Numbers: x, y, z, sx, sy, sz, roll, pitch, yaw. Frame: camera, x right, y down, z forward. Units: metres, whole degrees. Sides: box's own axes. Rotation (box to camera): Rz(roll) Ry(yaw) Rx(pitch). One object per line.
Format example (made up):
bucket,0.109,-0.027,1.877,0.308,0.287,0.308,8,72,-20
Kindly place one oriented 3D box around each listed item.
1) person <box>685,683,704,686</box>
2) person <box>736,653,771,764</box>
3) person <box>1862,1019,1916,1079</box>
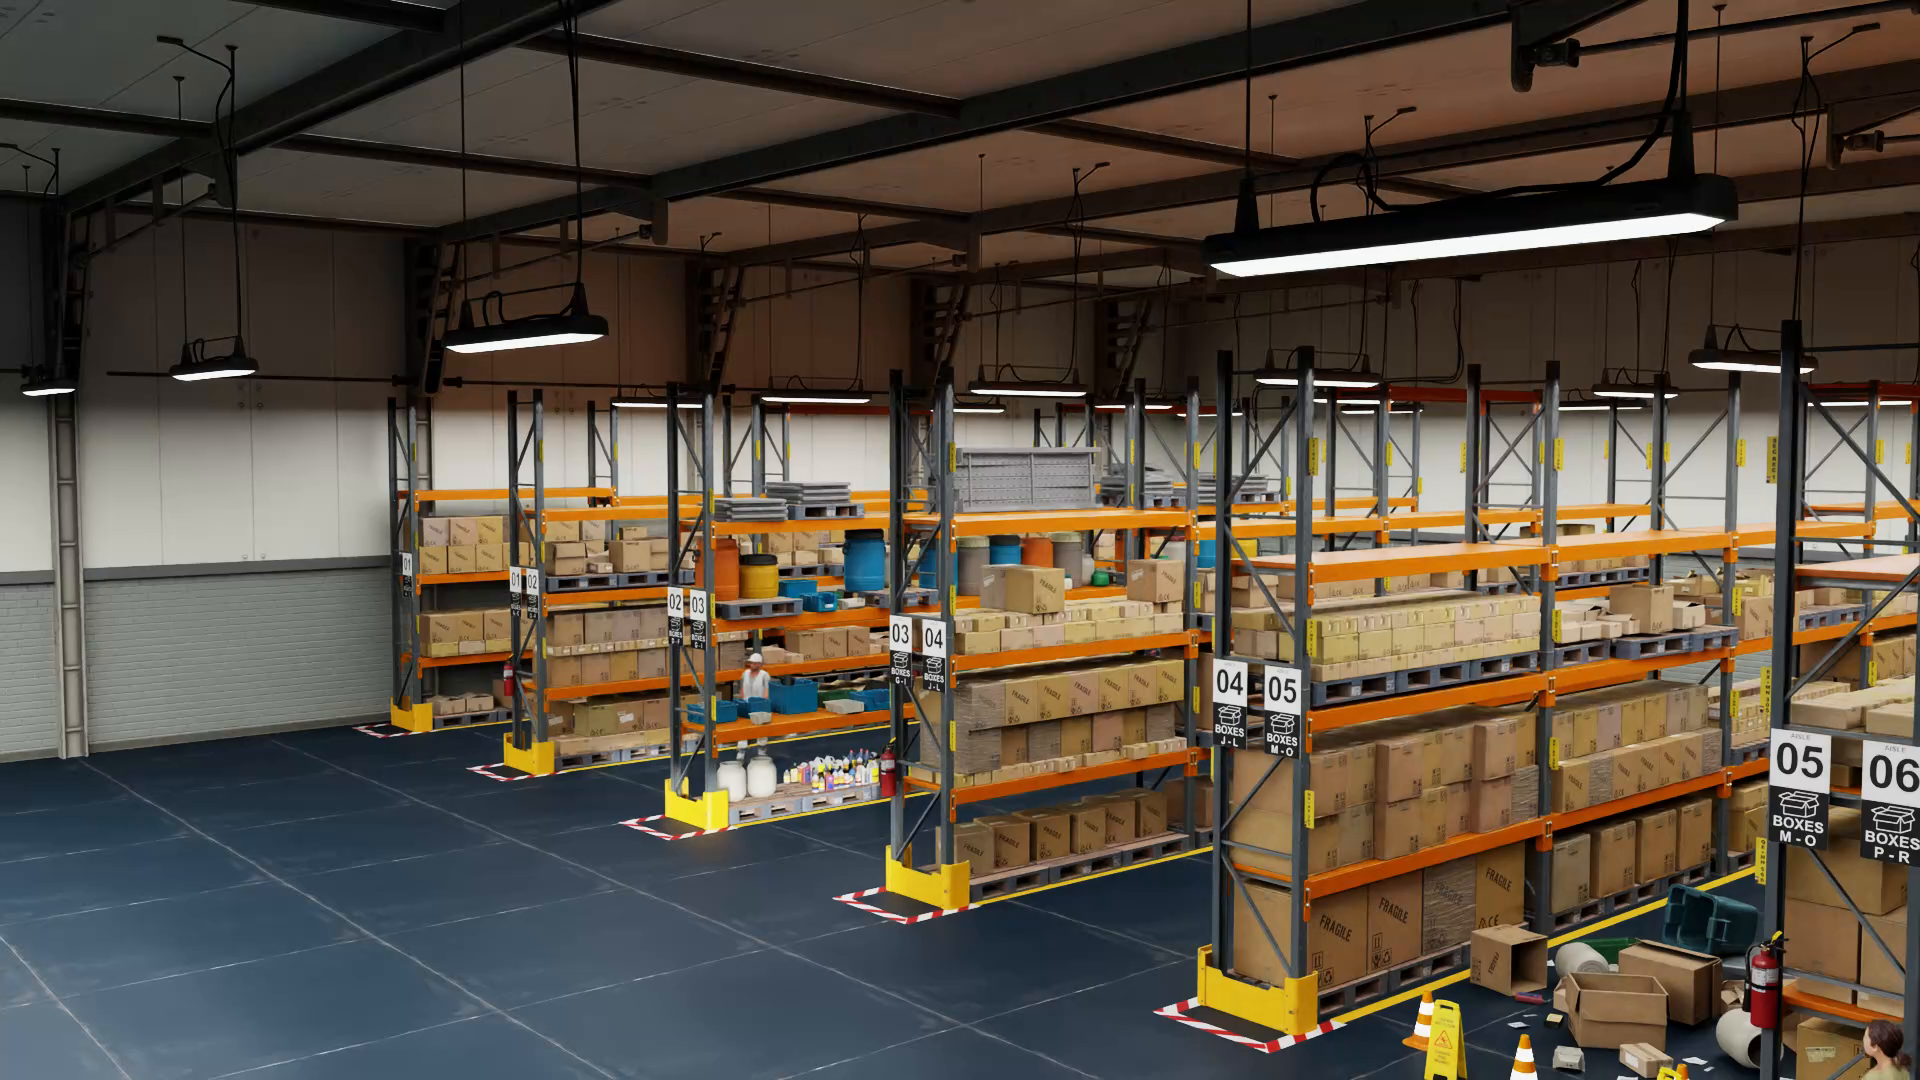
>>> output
person,-5.035,2.486,31.573,0.483,1.627,0.910,1,4,24
person,-3.322,2.706,26.690,0.564,1.771,0.806,0,3,8
person,5.698,3.735,10.094,0.732,1.645,0.457,2,4,31
